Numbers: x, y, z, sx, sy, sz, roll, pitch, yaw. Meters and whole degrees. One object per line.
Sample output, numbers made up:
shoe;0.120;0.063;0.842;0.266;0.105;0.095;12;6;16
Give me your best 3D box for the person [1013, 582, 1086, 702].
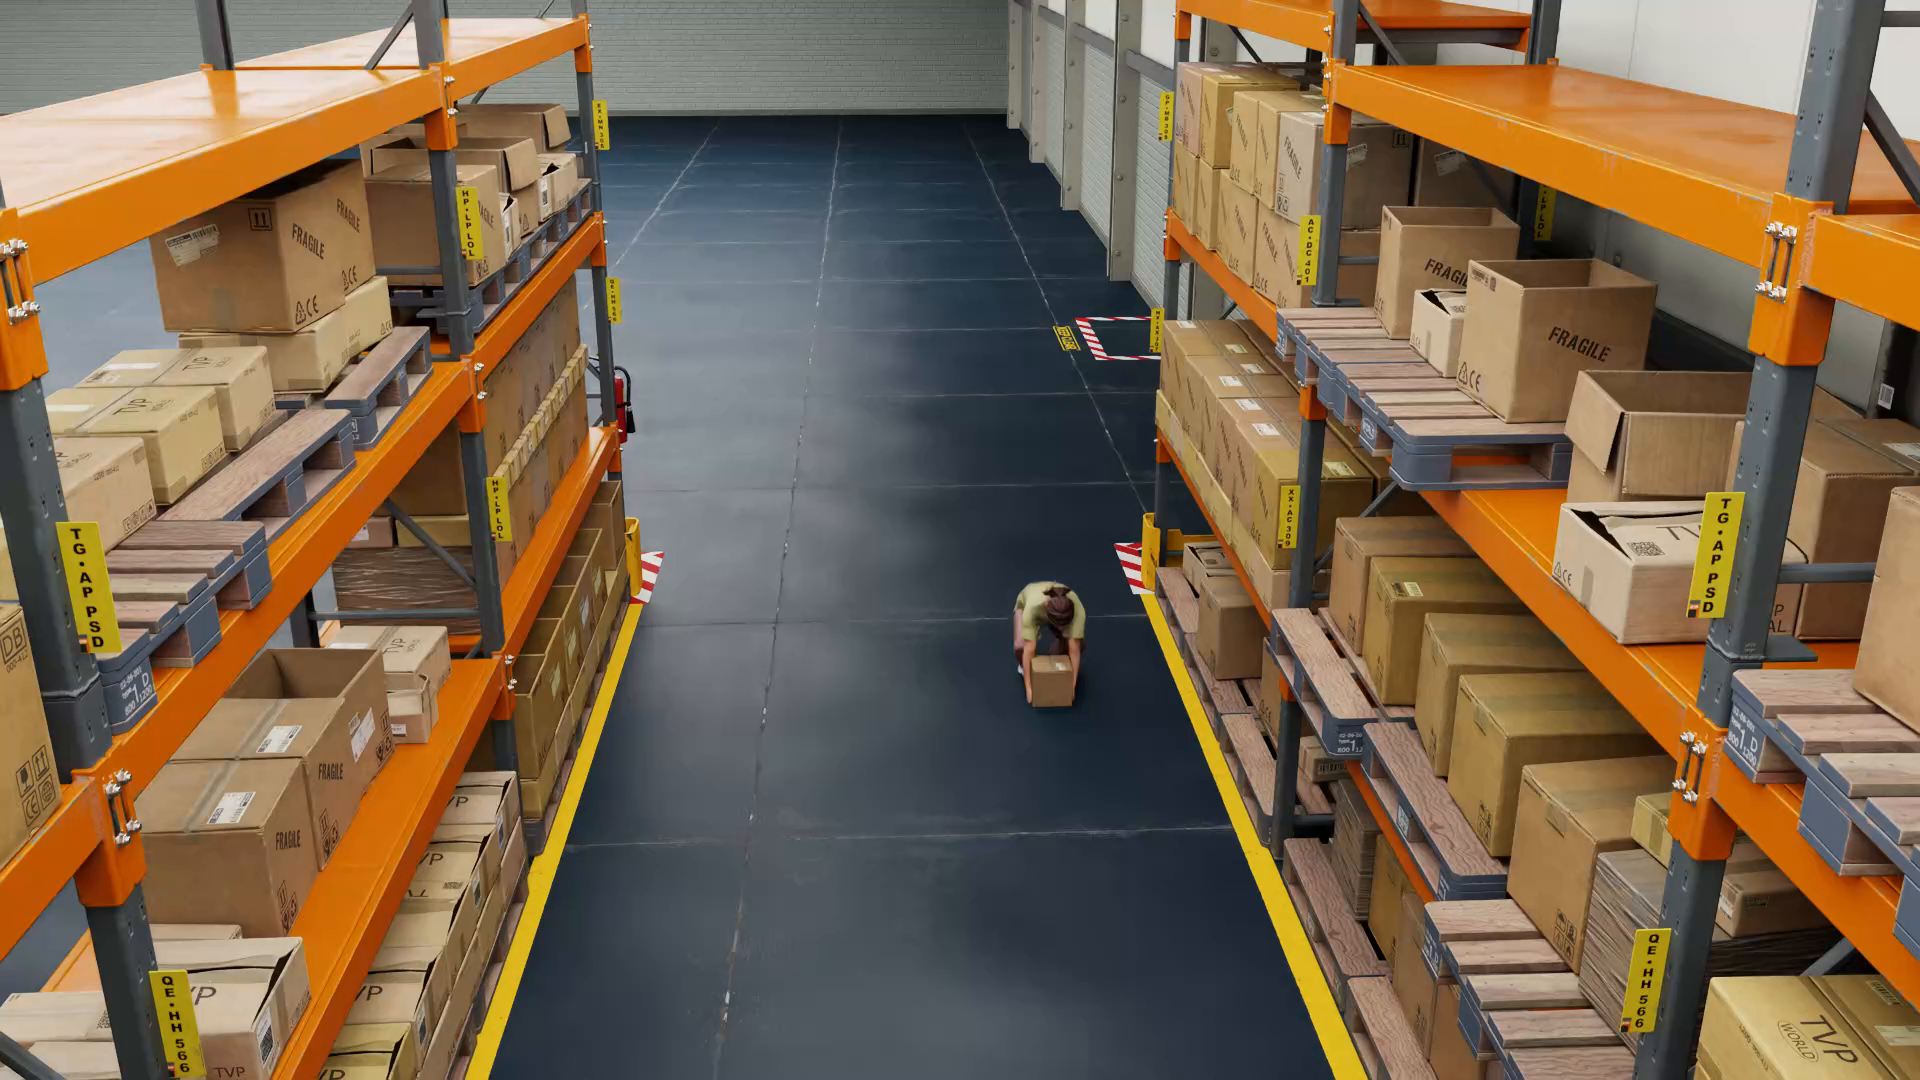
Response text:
person;0.580;0.602;10.895;0.476;0.806;0.833;-1;21;-3
